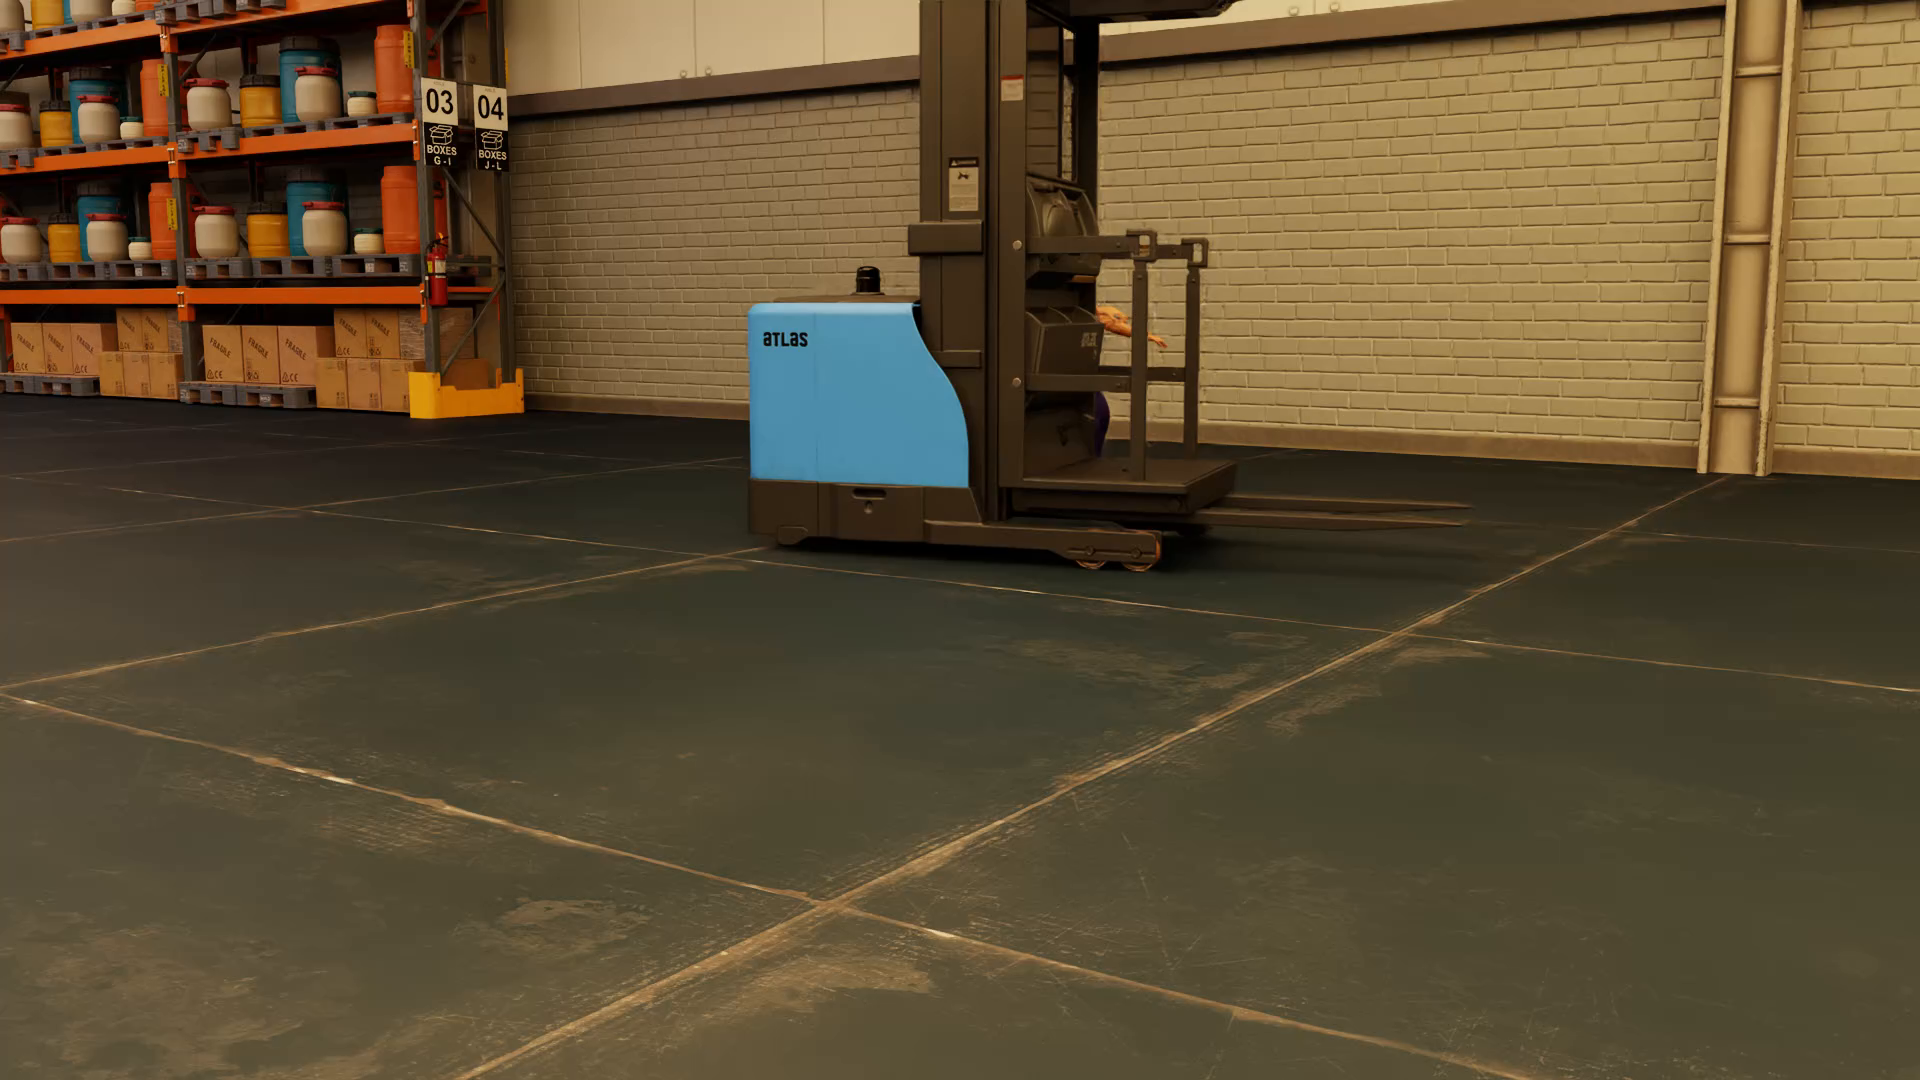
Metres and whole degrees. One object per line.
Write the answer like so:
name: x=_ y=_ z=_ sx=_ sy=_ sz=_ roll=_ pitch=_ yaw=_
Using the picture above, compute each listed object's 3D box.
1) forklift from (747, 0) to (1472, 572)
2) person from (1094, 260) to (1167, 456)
forklift: x=0.634 y=-1.407 z=7.086 sx=3.031 sy=2.935 sz=1.130 roll=3 pitch=9 yaw=20
person: x=0.737 y=-0.898 z=9.050 sx=1.062 sy=1.440 sz=0.836 roll=-4 pitch=9 yaw=-24
